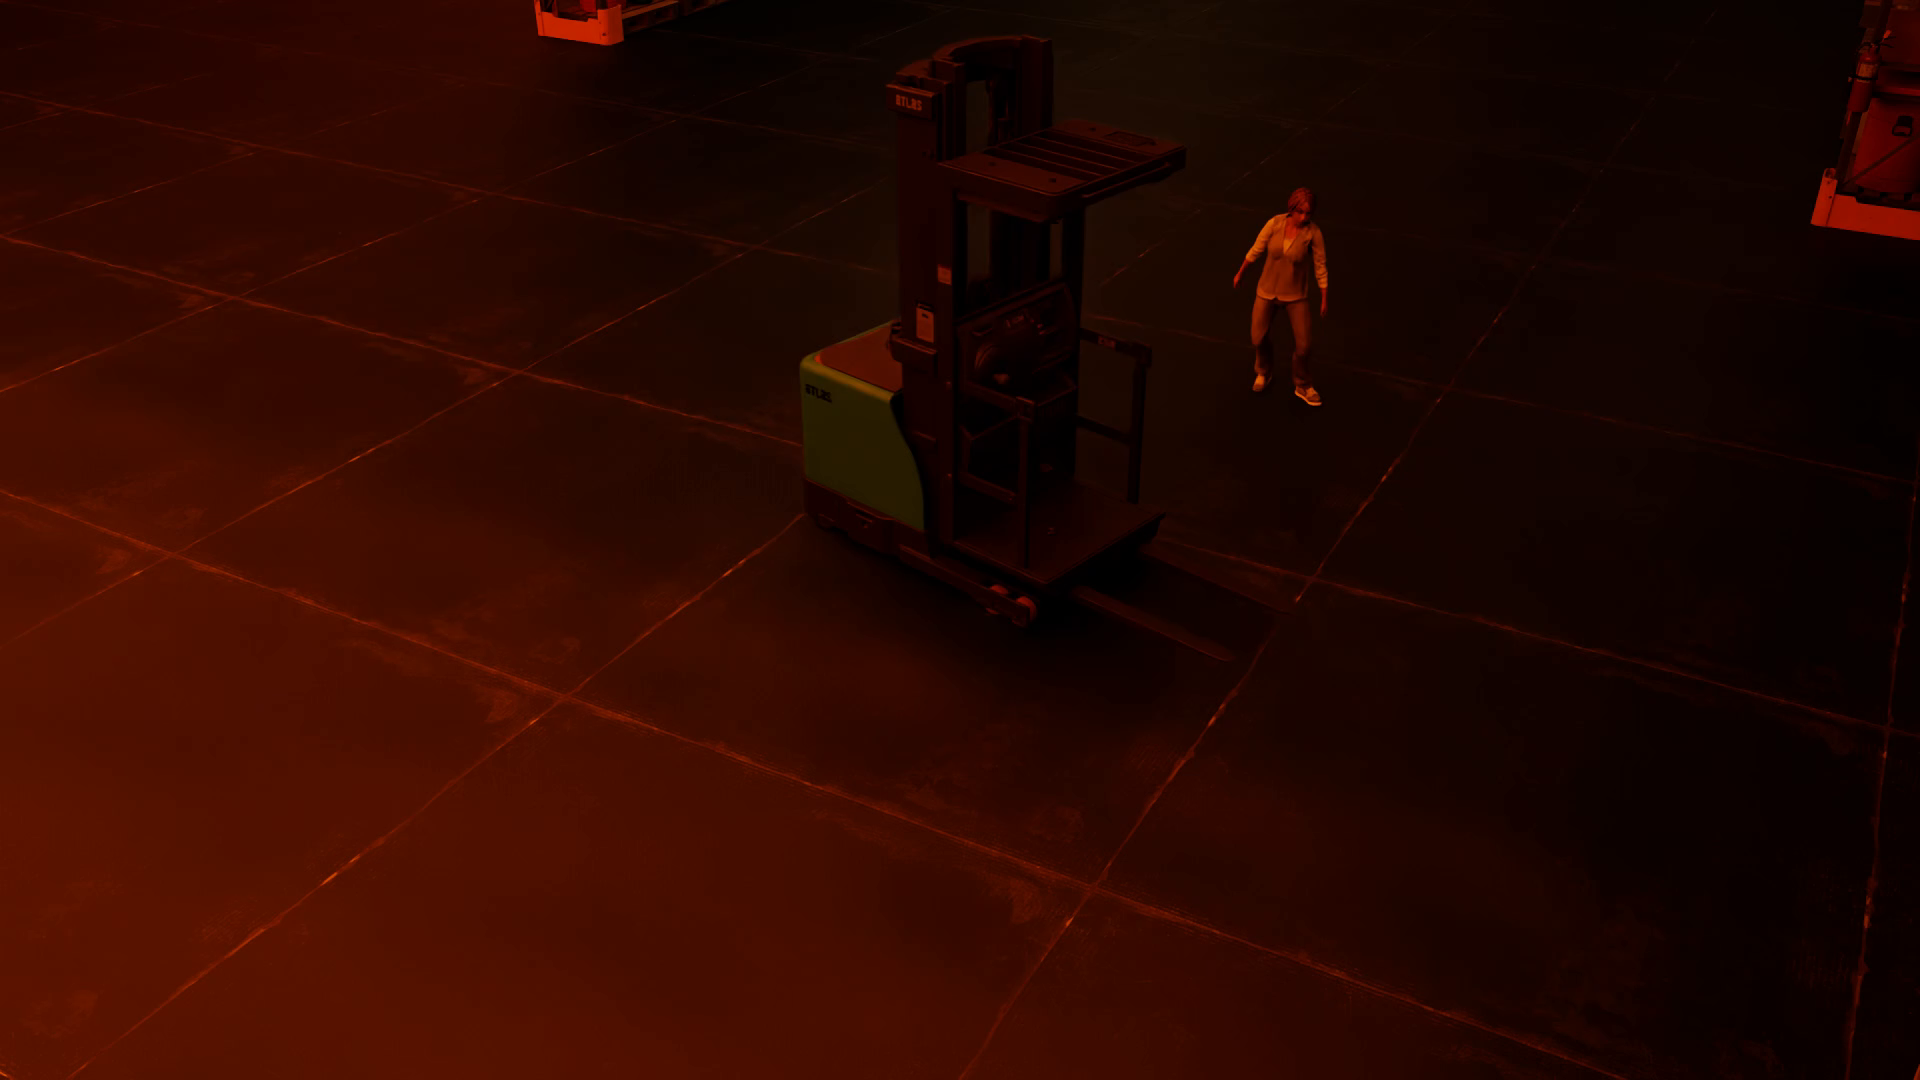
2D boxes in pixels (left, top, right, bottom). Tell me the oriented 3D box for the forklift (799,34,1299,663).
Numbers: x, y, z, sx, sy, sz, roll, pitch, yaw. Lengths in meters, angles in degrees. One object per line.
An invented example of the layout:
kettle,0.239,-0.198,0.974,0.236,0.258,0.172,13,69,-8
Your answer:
forklift,0.474,-1.084,8.950,3.031,2.935,1.130,24,38,35

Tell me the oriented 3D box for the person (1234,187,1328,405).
person,2.237,-1.699,11.459,0.745,1.564,0.427,15,33,24
